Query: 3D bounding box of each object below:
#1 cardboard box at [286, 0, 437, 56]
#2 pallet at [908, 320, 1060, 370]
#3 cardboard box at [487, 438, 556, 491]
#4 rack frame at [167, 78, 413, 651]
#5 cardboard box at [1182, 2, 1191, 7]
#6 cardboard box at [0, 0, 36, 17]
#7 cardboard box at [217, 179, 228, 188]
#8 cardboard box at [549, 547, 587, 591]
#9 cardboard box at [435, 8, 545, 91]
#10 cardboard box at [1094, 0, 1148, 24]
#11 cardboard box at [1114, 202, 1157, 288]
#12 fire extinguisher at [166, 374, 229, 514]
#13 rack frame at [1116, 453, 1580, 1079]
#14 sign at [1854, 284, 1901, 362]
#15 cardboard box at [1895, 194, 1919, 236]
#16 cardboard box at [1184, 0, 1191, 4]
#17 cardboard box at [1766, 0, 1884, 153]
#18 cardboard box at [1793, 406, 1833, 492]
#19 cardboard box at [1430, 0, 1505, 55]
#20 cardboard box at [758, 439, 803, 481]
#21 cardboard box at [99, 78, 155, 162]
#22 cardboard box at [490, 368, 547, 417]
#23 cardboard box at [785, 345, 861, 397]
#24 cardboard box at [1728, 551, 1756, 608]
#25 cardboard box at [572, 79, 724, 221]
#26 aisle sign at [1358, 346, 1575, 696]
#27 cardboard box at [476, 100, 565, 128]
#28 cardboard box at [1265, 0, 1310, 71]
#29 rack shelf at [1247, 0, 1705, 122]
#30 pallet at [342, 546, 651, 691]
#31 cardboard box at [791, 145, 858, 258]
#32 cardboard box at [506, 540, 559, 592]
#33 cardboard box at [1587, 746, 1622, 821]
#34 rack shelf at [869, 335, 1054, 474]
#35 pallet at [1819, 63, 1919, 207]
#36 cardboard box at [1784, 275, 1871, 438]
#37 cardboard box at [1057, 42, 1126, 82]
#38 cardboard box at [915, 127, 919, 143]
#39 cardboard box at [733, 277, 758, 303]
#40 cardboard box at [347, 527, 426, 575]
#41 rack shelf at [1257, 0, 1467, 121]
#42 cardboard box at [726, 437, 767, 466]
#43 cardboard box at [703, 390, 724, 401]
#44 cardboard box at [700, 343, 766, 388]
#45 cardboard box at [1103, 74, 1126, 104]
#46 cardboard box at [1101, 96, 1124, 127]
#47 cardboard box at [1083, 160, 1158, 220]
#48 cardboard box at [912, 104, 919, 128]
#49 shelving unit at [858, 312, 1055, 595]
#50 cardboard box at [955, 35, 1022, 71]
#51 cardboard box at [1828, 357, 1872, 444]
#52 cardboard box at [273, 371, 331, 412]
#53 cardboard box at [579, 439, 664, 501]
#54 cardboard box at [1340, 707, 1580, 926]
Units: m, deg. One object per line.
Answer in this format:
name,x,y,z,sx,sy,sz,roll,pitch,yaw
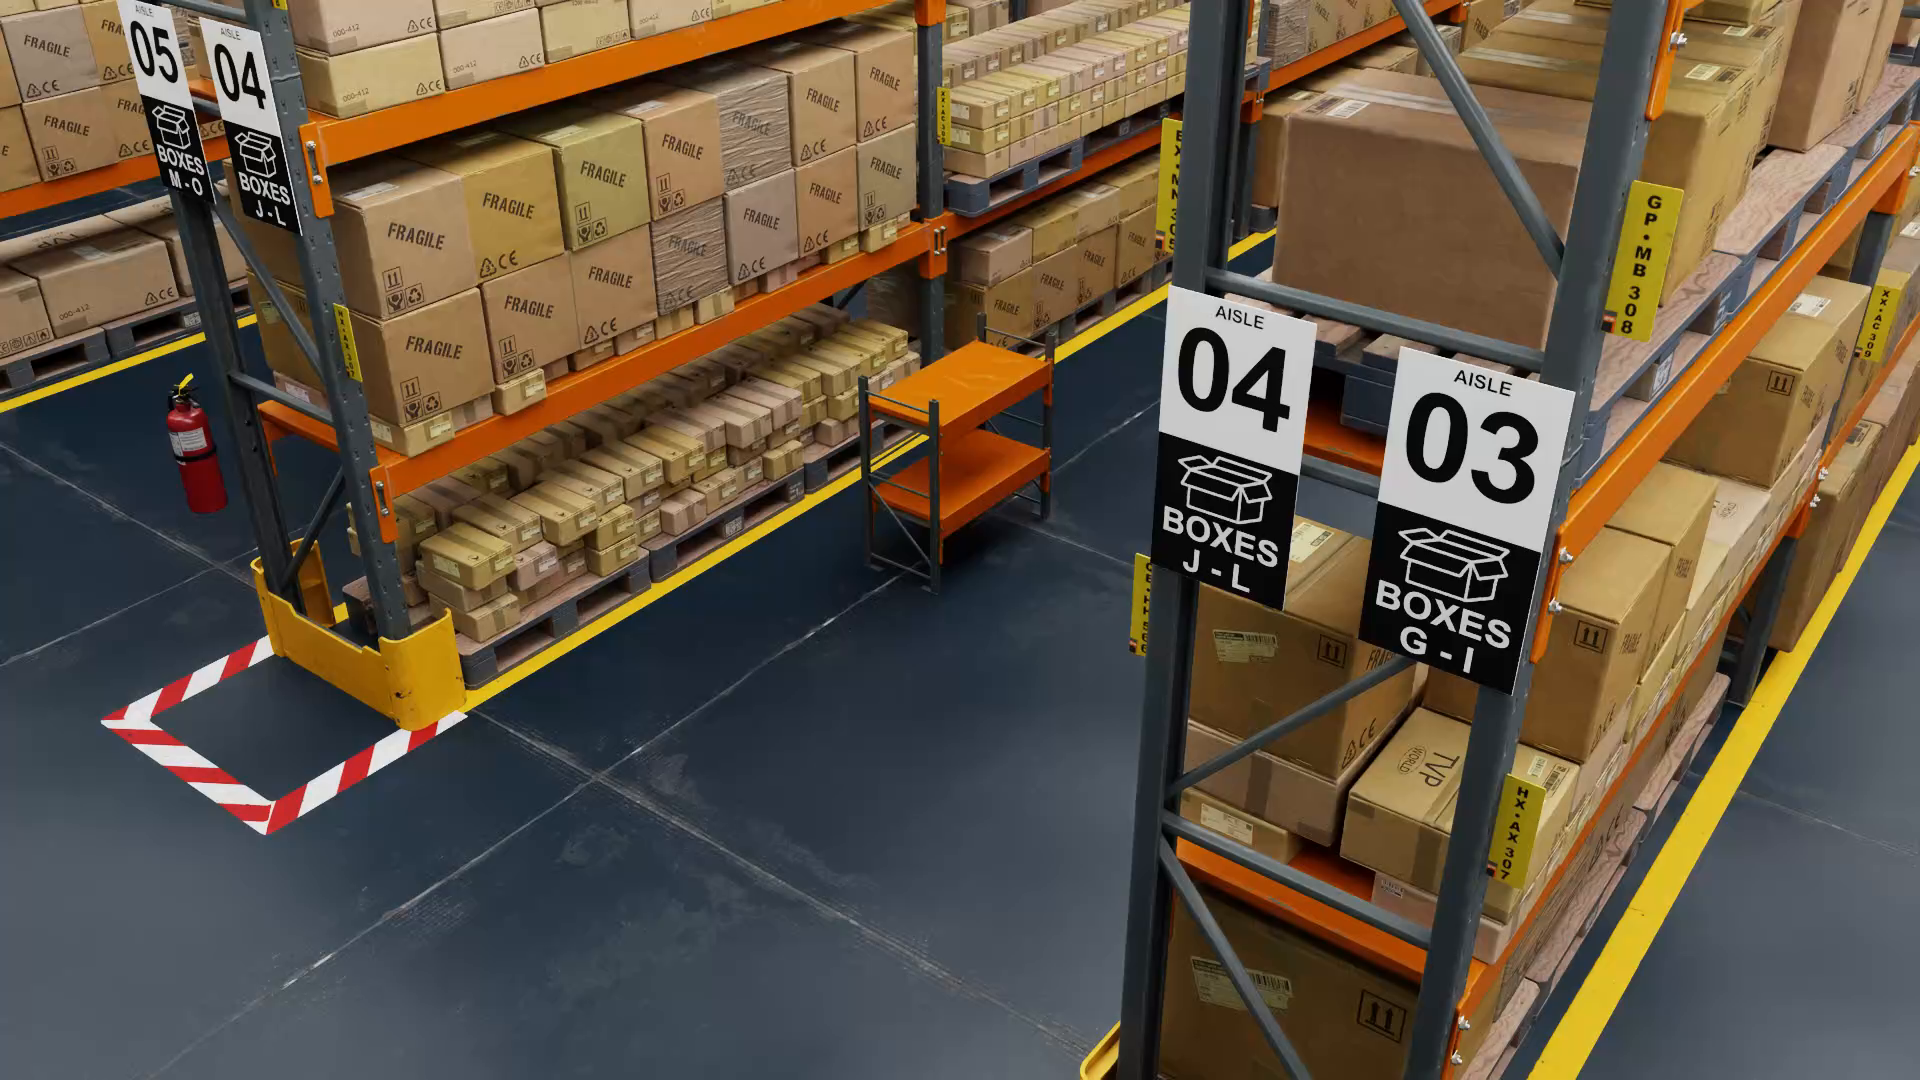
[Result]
cardboard box,-2.469,-2.147,6.646,0.500,0.250,0.500,22,37,32
pallet,-0.064,-1.347,11.316,1.003,0.211,1.213,21,37,31
cardboard box,-2.370,-0.422,8.820,0.380,0.149,0.250,20,36,29
rack frame,-2.947,-0.604,7.327,1.000,3.000,0.127,21,37,31
cardboard box,1.798,-3.742,11.874,0.380,0.149,0.250,21,36,31
cardboard box,-5.909,-3.332,10.215,0.380,0.149,0.250,22,37,32
cardboard box,-5.005,-2.568,12.743,0.875,0.438,0.875,21,36,31
cardboard box,-2.139,0.093,8.536,0.380,0.149,0.250,22,37,32
cardboard box,-2.151,-2.146,7.134,0.500,0.250,0.500,22,37,33
cardboard box,1.137,-3.848,12.051,0.380,0.149,0.250,21,37,31
cardboard box,1.070,-2.183,12.032,0.500,0.500,0.500,19,36,29
fire extinguisher,-3.467,-0.450,7.509,0.296,0.674,0.183,21,37,31
rack frame,0.946,0.964,4.682,1.000,3.000,0.127,21,37,31
sign,3.804,-0.899,6.897,0.100,0.325,0.005,21,37,31
cardboard box,4.526,-1.932,8.485,0.797,0.503,0.637,22,37,33
cardboard box,1.940,-4.164,13.237,0.500,0.500,0.500,21,37,31
cardboard box,2.608,-1.665,5.568,0.700,0.500,0.500,23,38,34
cardboard box,3.303,-0.465,6.949,0.500,0.250,0.500,20,36,30
cardboard box,4.732,-4.982,16.387,0.875,0.875,0.875,22,37,32
cardboard box,-1.122,-0.499,9.534,0.380,0.149,0.250,21,37,31
cardboard box,-5.542,-2.860,11.036,0.500,0.500,0.500,22,37,33
cardboard box,-2.165,-0.736,7.796,0.380,0.149,0.250,20,36,30
cardboard box,-0.807,-0.996,9.789,0.380,0.149,0.250,21,36,31
cardboard box,2.817,0.089,6.404,0.380,0.149,0.250,22,37,32
cardboard box,-1.528,-1.926,8.187,0.500,0.500,0.500,20,36,30
aisle sign,1.142,-0.033,3.814,0.394,0.787,0.004,21,37,31
cardboard box,-2.257,-1.888,8.122,0.500,0.500,0.500,23,38,34
cardboard box,2.368,-3.998,12.956,0.500,0.500,0.500,22,37,32
rack shelf,2.153,-1.949,4.809,1.077,0.370,4.000,21,37,31
pallet,-2.383,0.246,8.629,1.003,0.211,1.213,21,37,31
cardboard box,-0.914,-1.906,9.135,0.500,0.500,0.500,20,36,30
cardboard box,-2.216,0.086,8.255,0.380,0.149,0.250,21,37,31
cardboard box,1.888,0.714,5.350,0.380,0.149,0.250,20,36,31
rack shelf,-0.004,-0.733,8.809,0.538,0.278,1.000,21,37,31
pallet,2.859,-1.585,6.127,1.003,0.211,1.213,21,37,31
cardboard box,3.296,-0.779,6.742,0.500,0.500,0.500,22,37,33
cardboard box,0.852,-3.103,10.794,0.380,0.149,0.250,23,37,33
cardboard box,-0.451,-2.525,10.402,0.380,0.149,0.250,20,36,30
cardboard box,-1.308,-1.401,8.919,0.380,0.149,0.250,21,36,31
cardboard box,-2.856,0.012,8.381,0.380,0.149,0.250,20,36,30
rack shelf,3.089,-4.359,14.369,1.077,0.370,4.000,21,37,31
cardboard box,-1.316,-0.574,9.369,0.380,0.149,0.250,19,36,29
cardboard box,-1.556,-0.809,9.766,0.380,0.149,0.250,23,38,33
cardboard box,-1.372,-1.039,9.862,0.380,0.149,0.250,20,36,30
cardboard box,0.860,-2.984,10.885,0.380,0.149,0.250,20,36,31
cardboard box,0.856,-2.853,10.957,0.380,0.149,0.250,20,36,30
cardboard box,1.063,-2.514,11.855,0.500,0.250,0.500,22,37,32
cardboard box,-0.450,-2.653,10.327,0.380,0.149,0.250,22,37,33
shelving unit,-0.004,-0.481,8.959,0.538,1.125,1.048,21,37,31
cardboard box,0.183,-3.201,10.960,0.380,0.149,0.250,20,36,30
cardboard box,3.838,-0.815,7.585,0.500,0.500,0.500,21,37,31
cardboard box,-2.976,-0.715,7.761,0.380,0.149,0.250,21,37,31
cardboard box,-1.777,-0.371,8.734,0.380,0.149,0.250,23,37,33
cardboard box,1.451,0.788,4.833,0.500,0.250,0.500,20,36,30
